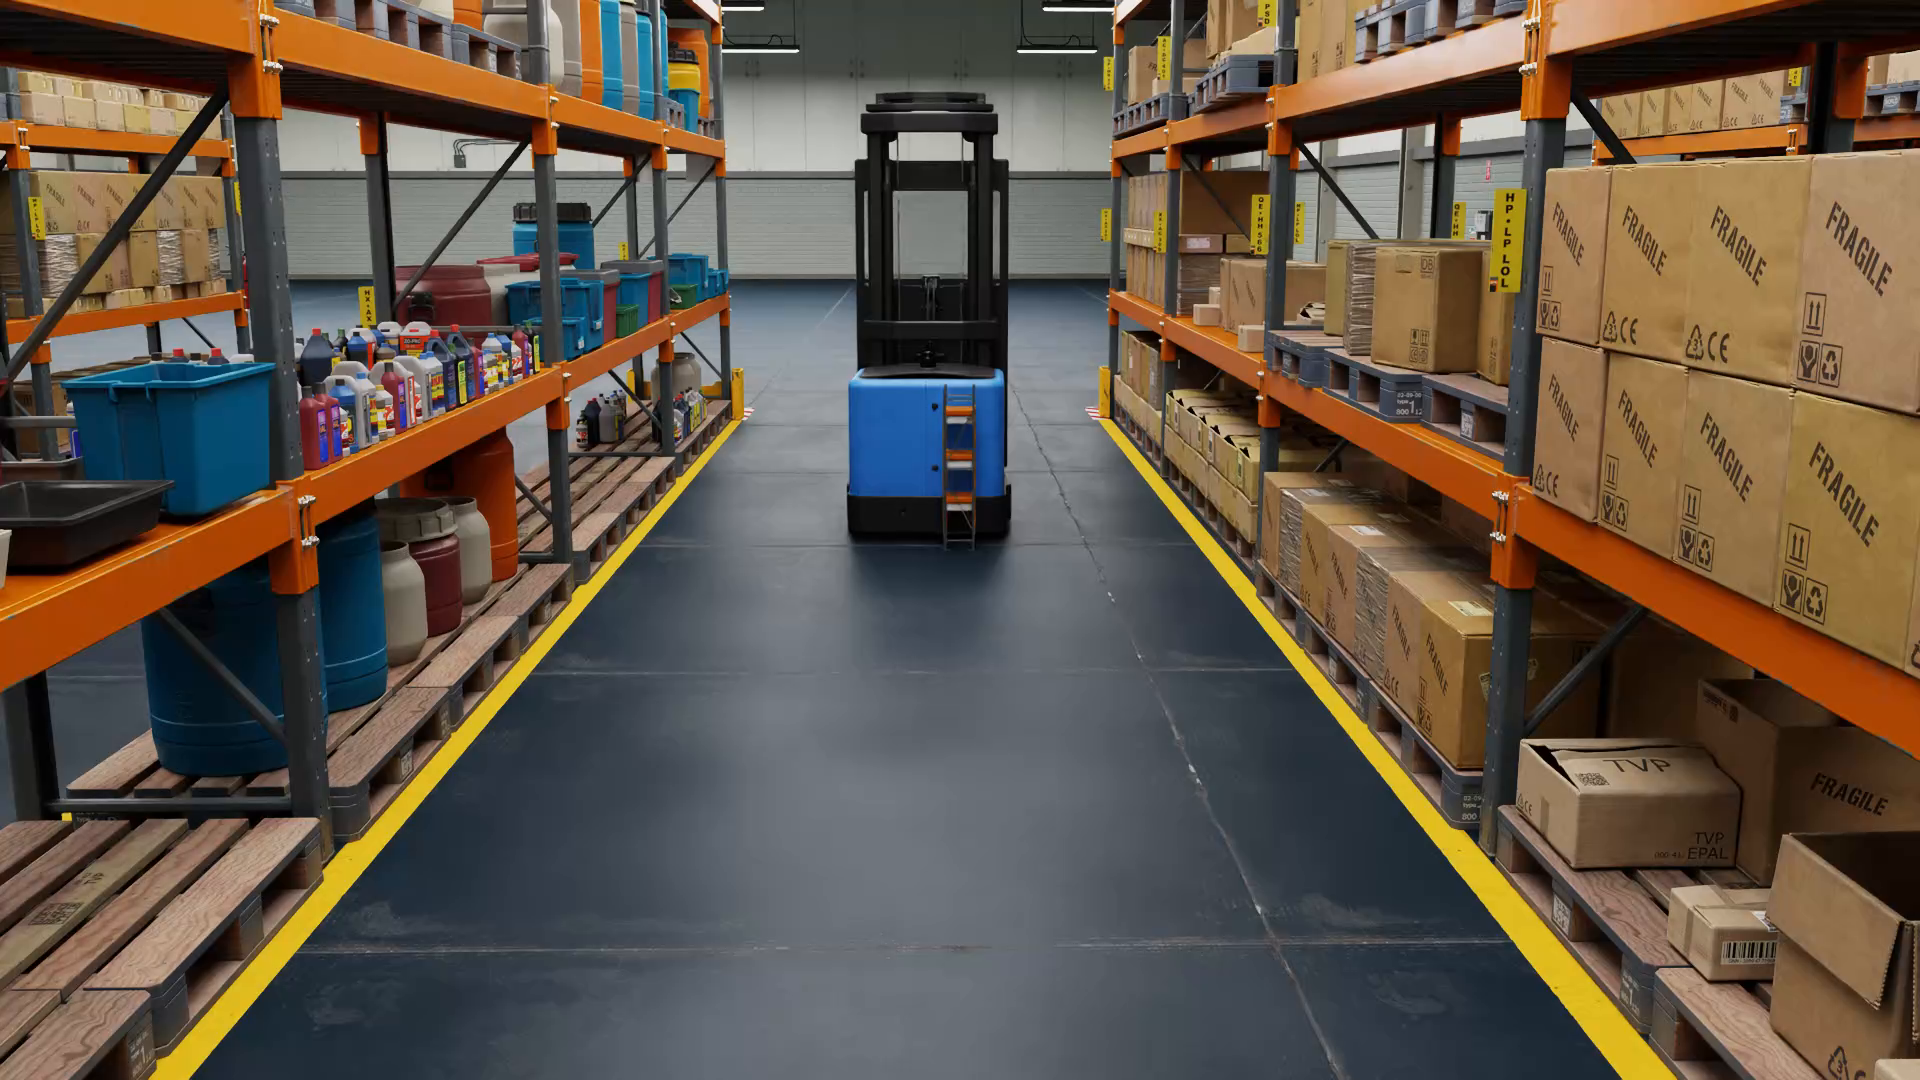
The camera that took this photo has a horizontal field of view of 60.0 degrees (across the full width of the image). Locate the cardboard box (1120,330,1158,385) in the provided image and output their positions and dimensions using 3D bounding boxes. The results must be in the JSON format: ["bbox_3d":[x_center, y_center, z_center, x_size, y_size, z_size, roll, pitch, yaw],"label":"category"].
[{"bbox_3d":[1.858,-1.796,16.341,0.500,0.500,0.500,0,11,-1],"label":"cardboard box"}]

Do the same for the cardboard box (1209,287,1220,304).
[{"bbox_3d":[2.194,-1.811,12.818,0.500,0.250,0.500,0,11,2],"label":"cardboard box"}]

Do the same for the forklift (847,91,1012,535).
[{"bbox_3d":[-0.192,-1.716,12.145,1.130,2.935,3.031,0,11,1],"label":"forklift"}]

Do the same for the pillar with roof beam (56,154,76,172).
[{"bbox_3d":[-19.920,-11.455,44.887,9.100,9.000,0.548,0,11,-1],"label":"pillar with roof beam"}]

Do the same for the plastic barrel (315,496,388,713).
[{"bbox_3d":[-2.656,0.201,6.743,0.600,0.901,0.708,0,11,-1],"label":"plastic barrel"}]

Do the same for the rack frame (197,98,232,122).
[{"bbox_3d":[-7.847,-5.677,16.410,1.000,3.000,0.127,0,11,-1],"label":"rack frame"}]

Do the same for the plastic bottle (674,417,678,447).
[{"bbox_3d":[-2.381,-0.906,13.736,0.097,0.271,0.097,0,11,0],"label":"plastic bottle"}]

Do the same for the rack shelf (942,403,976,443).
[{"bbox_3d":[-0.004,-0.734,10.662,0.215,0.259,0.240,0,11,1],"label":"rack shelf"}]

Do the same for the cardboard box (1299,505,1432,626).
[{"bbox_3d":[1.968,0.118,8.114,0.500,0.500,0.500,0,11,-2],"label":"cardboard box"}]

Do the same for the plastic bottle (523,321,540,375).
[{"bbox_3d":[-2.295,-1.031,8.892,0.061,0.283,0.133,0,11,-1],"label":"plastic bottle"}]

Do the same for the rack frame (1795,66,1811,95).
[{"bbox_3d":[7.093,-4.943,12.792,1.000,3.000,0.127,0,11,-1],"label":"rack frame"}]

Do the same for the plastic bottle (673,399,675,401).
[{"bbox_3d":[-2.574,-1.122,14.788,0.152,0.276,0.135,0,11,-1],"label":"plastic bottle"}]

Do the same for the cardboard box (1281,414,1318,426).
[{"bbox_3d":[2.467,-0.733,11.578,0.500,0.311,0.500,0,11,-2],"label":"cardboard box"}]

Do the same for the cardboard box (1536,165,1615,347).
[{"bbox_3d":[2.034,-0.836,4.869,0.500,0.500,0.500,0,11,0],"label":"cardboard box"}]

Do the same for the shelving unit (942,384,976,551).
[{"bbox_3d":[-0.004,-0.466,10.717,0.215,1.050,0.252,0,11,1],"label":"shelving unit"}]

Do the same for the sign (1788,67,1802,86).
[{"bbox_3d":[6.550,-3.723,13.020,0.100,0.325,0.005,0,11,-1],"label":"sign"}]

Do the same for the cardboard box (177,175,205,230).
[{"bbox_3d":[-7.572,-3.214,15.844,0.500,0.500,0.500,0,11,-1],"label":"cardboard box"}]

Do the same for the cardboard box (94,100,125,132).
[{"bbox_3d":[-7.533,-3.633,14.256,0.500,0.250,0.500,-1,11,-3],"label":"cardboard box"}]

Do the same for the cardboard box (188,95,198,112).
[{"bbox_3d":[-7.526,-4.169,15.895,0.380,0.149,0.250,-1,11,-4],"label":"cardboard box"}]

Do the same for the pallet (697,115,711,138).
[{"bbox_3d":[-2.976,-3.970,16.015,1.003,0.211,1.213,0,11,-1],"label":"pallet"}]

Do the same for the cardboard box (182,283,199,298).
[{"bbox_3d":[-7.584,-2.409,16.023,0.380,0.149,0.250,0,11,-1],"label":"cardboard box"}]

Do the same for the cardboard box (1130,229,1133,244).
[{"bbox_3d":[1.862,-2.963,16.237,0.380,0.149,0.250,0,11,-1],"label":"cardboard box"}]

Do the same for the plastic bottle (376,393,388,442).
[{"bbox_3d":[-2.260,-0.484,6.398,0.097,0.201,0.097,0,11,0],"label":"plastic bottle"}]

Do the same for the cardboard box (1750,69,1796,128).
[{"bbox_3d":[6.835,-3.632,13.570,0.500,0.500,0.500,0,11,0],"label":"cardboard box"}]

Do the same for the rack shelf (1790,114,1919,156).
[{"bbox_3d":[7.134,-2.723,11.202,1.077,0.370,4.000,0,11,-1],"label":"rack shelf"}]

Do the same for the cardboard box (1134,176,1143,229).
[{"bbox_3d":[2.072,-3.254,16.040,0.700,0.500,0.500,-1,11,-3],"label":"cardboard box"}]

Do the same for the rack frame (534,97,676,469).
[{"bbox_3d":[-2.812,-1.962,13.188,1.000,3.000,0.127,0,11,-1],"label":"rack frame"}]

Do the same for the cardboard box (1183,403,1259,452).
[{"bbox_3d":[1.917,-0.830,12.053,0.500,0.311,0.500,-1,11,-3],"label":"cardboard box"}]

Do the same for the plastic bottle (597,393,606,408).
[{"bbox_3d":[-3.124,-1.109,14.537,0.144,0.351,0.185,0,11,-2],"label":"plastic bottle"}]

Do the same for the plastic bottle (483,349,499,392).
[{"bbox_3d":[-2.296,-0.826,8.084,0.097,0.201,0.097,0,11,0],"label":"plastic bottle"}]

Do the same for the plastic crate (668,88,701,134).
[{"bbox_3d":[-2.555,-3.842,14.948,0.392,0.384,0.575,0,11,-1],"label":"plastic crate"}]

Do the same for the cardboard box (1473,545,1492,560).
[{"bbox_3d":[2.514,0.315,7.142,0.500,0.500,0.500,0,11,0],"label":"cardboard box"}]

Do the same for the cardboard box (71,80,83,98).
[{"bbox_3d":[-7.569,-3.755,13.855,0.380,0.149,0.250,0,11,1],"label":"cardboard box"}]

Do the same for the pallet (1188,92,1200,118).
[{"bbox_3d":[2.171,-3.183,12.141,0.805,0.209,1.217,-1,11,-3],"label":"pallet"}]

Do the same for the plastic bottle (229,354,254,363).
[{"bbox_3d":[-3.004,-0.634,6.952,0.152,0.276,0.135,0,11,-1],"label":"plastic bottle"}]

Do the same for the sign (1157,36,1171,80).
[{"bbox_3d":[1.585,-3.742,12.914,0.100,0.325,0.005,0,11,-1],"label":"sign"}]

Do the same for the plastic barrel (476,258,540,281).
[{"bbox_3d":[-2.988,-1.606,11.090,0.433,0.535,0.433,0,11,0],"label":"plastic barrel"}]

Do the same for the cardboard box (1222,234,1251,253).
[{"bbox_3d":[2.328,-2.403,13.477,0.380,0.149,0.250,0,11,-1],"label":"cardboard box"}]

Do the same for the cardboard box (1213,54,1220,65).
[{"bbox_3d":[2.143,-3.462,12.355,0.500,0.250,0.500,1,12,5],"label":"cardboard box"}]

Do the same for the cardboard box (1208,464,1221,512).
[{"bbox_3d":[1.946,-0.351,11.105,0.500,0.250,0.500,0,11,0],"label":"cardboard box"}]

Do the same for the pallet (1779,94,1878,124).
[{"bbox_3d":[6.999,-3.258,12.502,1.213,0.211,1.003,0,11,-1],"label":"pallet"}]

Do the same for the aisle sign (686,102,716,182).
[{"bbox_3d":[-2.599,-4.047,16.925,0.394,0.787,0.004,0,11,-1],"label":"aisle sign"}]

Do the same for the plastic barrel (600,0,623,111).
[{"bbox_3d":[-2.558,-3.318,11.064,0.600,0.901,0.708,0,11,-1],"label":"plastic barrel"}]

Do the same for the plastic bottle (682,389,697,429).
[{"bbox_3d":[-2.427,-1.164,14.808,0.144,0.351,0.185,0,11,-2],"label":"plastic bottle"}]

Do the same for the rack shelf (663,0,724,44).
[{"bbox_3d":[-2.854,-4.752,14.662,1.077,0.370,4.000,0,11,-1],"label":"rack shelf"}]

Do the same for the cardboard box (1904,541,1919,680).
[{"bbox_3d":[2.088,0.064,2.947,0.500,0.500,0.500,0,11,-1],"label":"cardboard box"}]

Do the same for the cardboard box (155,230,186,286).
[{"bbox_3d":[-7.766,-2.624,15.449,0.875,0.500,0.500,0,11,-1],"label":"cardboard box"}]

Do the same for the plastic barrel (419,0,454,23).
[{"bbox_3d":[-2.561,-2.563,7.895,0.301,0.262,0.301,0,11,0],"label":"plastic barrel"}]

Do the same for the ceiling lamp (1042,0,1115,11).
[{"bbox_3d":[2.578,-11.828,32.044,2.000,3.185,0.800,0,11,-1],"label":"ceiling lamp"}]

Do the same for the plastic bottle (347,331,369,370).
[{"bbox_3d":[-2.998,-0.902,8.284,0.097,0.271,0.097,0,11,0],"label":"plastic bottle"}]

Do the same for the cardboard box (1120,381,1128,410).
[{"bbox_3d":[1.860,-1.429,16.416,0.500,0.250,0.500,0,11,-1],"label":"cardboard box"}]

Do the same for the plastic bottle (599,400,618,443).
[{"bbox_3d":[-2.970,-1.007,14.035,0.144,0.351,0.185,0,11,-1],"label":"plastic bottle"}]

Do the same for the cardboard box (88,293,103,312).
[{"bbox_3d":[-7.508,-2.012,14.064,0.380,0.149,0.250,0,11,-1],"label":"cardboard box"}]

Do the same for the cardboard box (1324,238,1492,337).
[{"bbox_3d":[2.348,-1.317,8.699,0.700,0.500,0.500,-4,12,-20],"label":"cardboard box"}]

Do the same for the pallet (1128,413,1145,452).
[{"bbox_3d":[2.137,-1.017,15.540,1.003,0.211,1.213,0,11,-1],"label":"pallet"}]

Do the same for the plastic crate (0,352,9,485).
[{"bbox_3d":[-2.879,-0.254,4.457,0.402,0.464,0.583,0,11,-1],"label":"plastic crate"}]

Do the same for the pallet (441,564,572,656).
[{"bbox_3d":[-2.672,0.356,8.774,1.003,0.211,1.213,0,11,-1],"label":"pallet"}]

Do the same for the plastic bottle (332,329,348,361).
[{"bbox_3d":[-3.077,-0.904,8.264,0.061,0.283,0.133,0,11,-1],"label":"plastic bottle"}]

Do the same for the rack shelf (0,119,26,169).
[{"bbox_3d":[-7.723,-2.662,10.901,1.077,0.370,4.000,0,11,-1],"label":"rack shelf"}]

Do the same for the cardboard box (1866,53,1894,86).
[{"bbox_3d":[7.024,-3.619,12.501,0.500,0.500,0.500,1,12,7],"label":"cardboard box"}]
